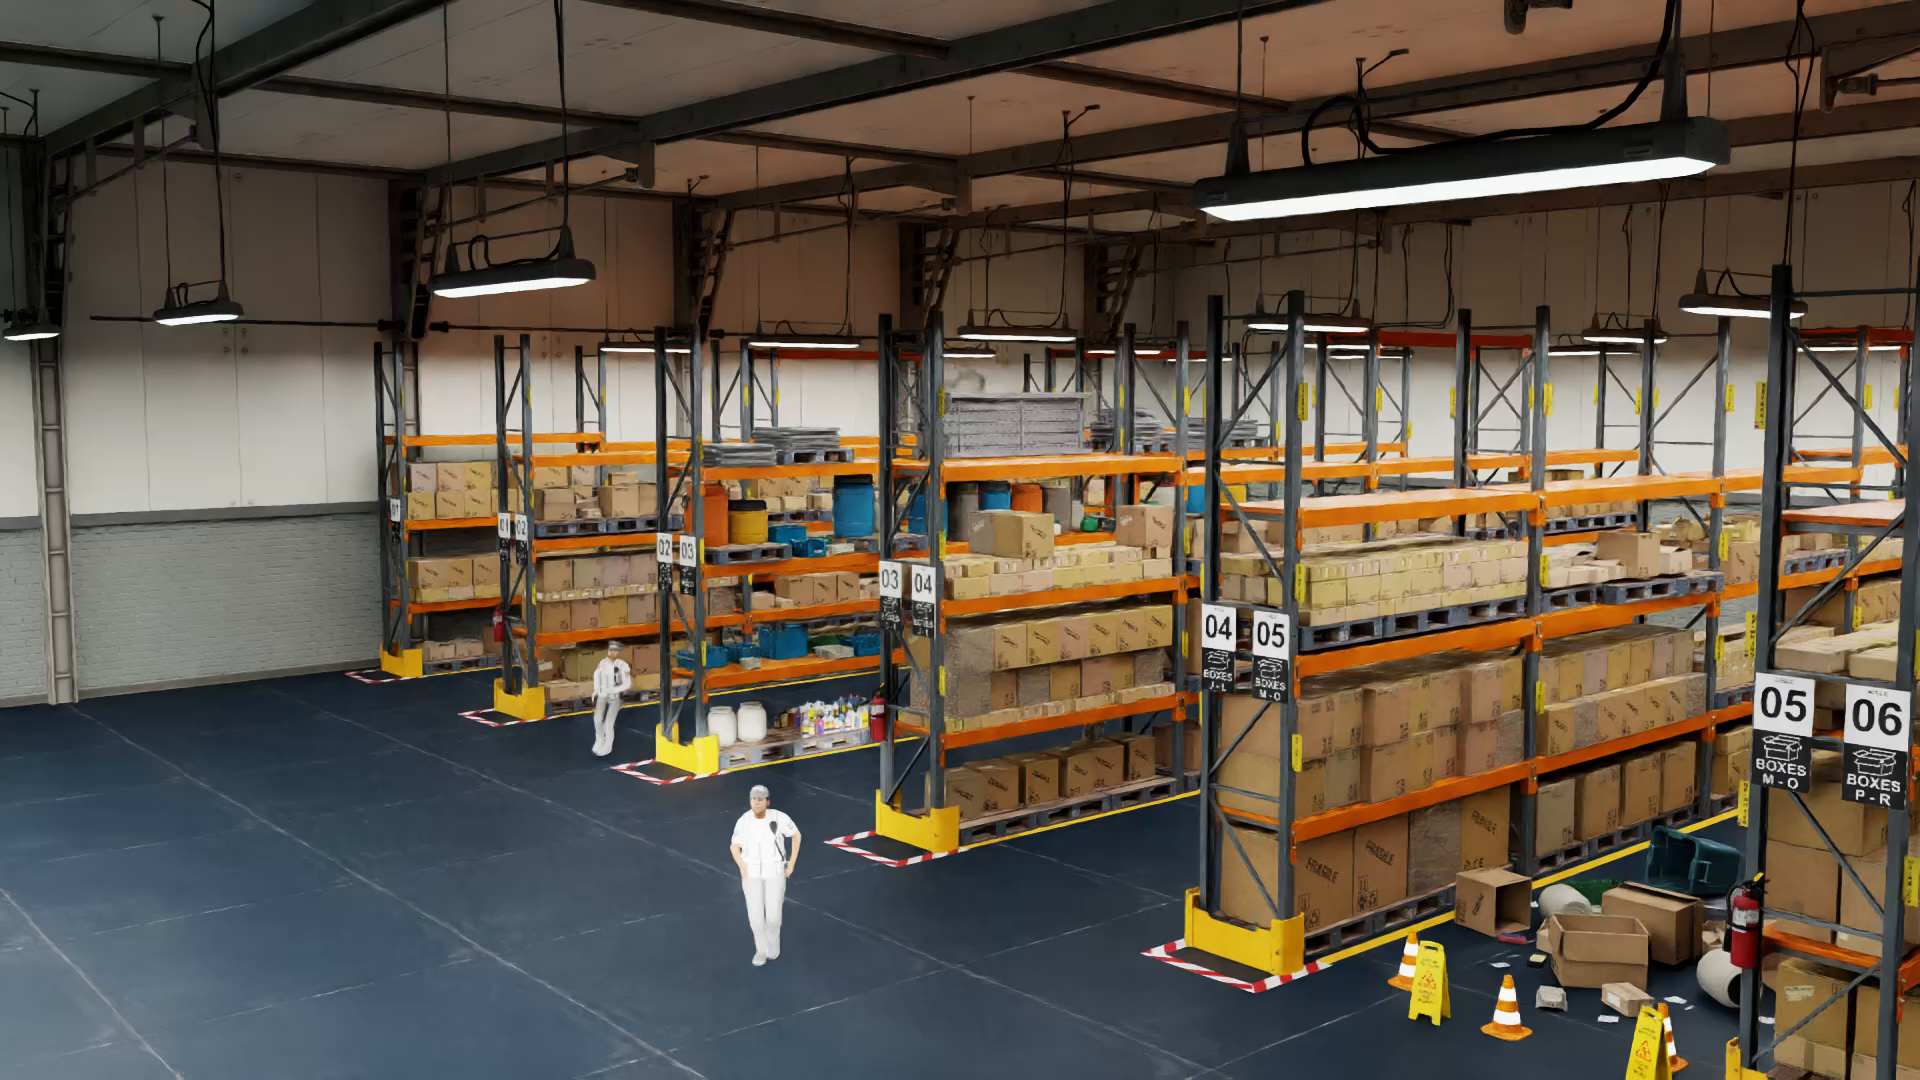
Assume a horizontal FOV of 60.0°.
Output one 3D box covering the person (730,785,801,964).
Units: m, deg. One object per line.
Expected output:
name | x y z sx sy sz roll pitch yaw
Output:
person | -1.753 3.006 14.867 0.617 1.629 0.537 0 5 3

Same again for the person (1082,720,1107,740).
person | 1.921 2.178 23.717 0.687 1.707 0.765 4 7 37

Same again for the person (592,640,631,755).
person | -4.912 2.220 23.282 0.585 1.644 0.559 1 5 7
